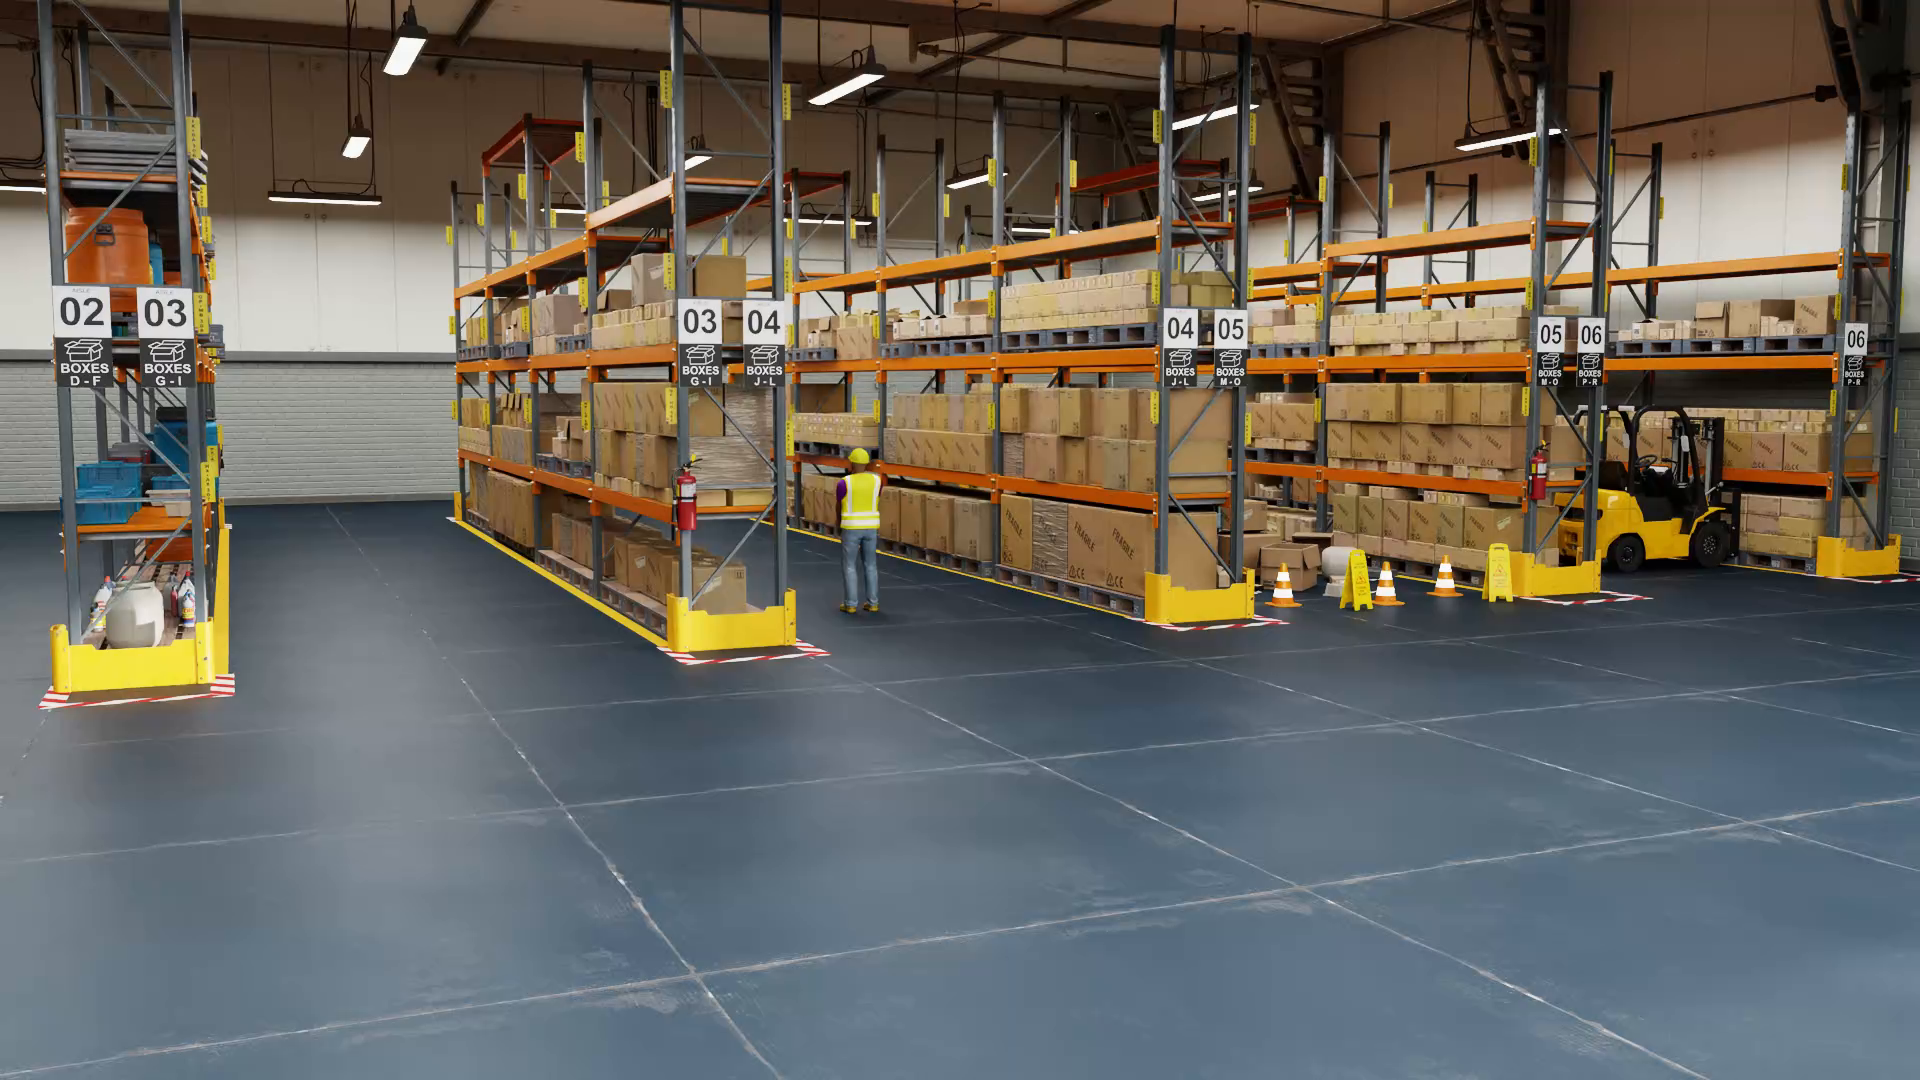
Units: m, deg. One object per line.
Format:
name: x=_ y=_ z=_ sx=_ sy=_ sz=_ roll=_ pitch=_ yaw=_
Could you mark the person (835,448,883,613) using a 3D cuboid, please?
person: x=-1.122 y=-0.117 z=17.923 sx=0.502 sy=1.761 sz=0.577 roll=-2 pitch=6 yaw=-23
